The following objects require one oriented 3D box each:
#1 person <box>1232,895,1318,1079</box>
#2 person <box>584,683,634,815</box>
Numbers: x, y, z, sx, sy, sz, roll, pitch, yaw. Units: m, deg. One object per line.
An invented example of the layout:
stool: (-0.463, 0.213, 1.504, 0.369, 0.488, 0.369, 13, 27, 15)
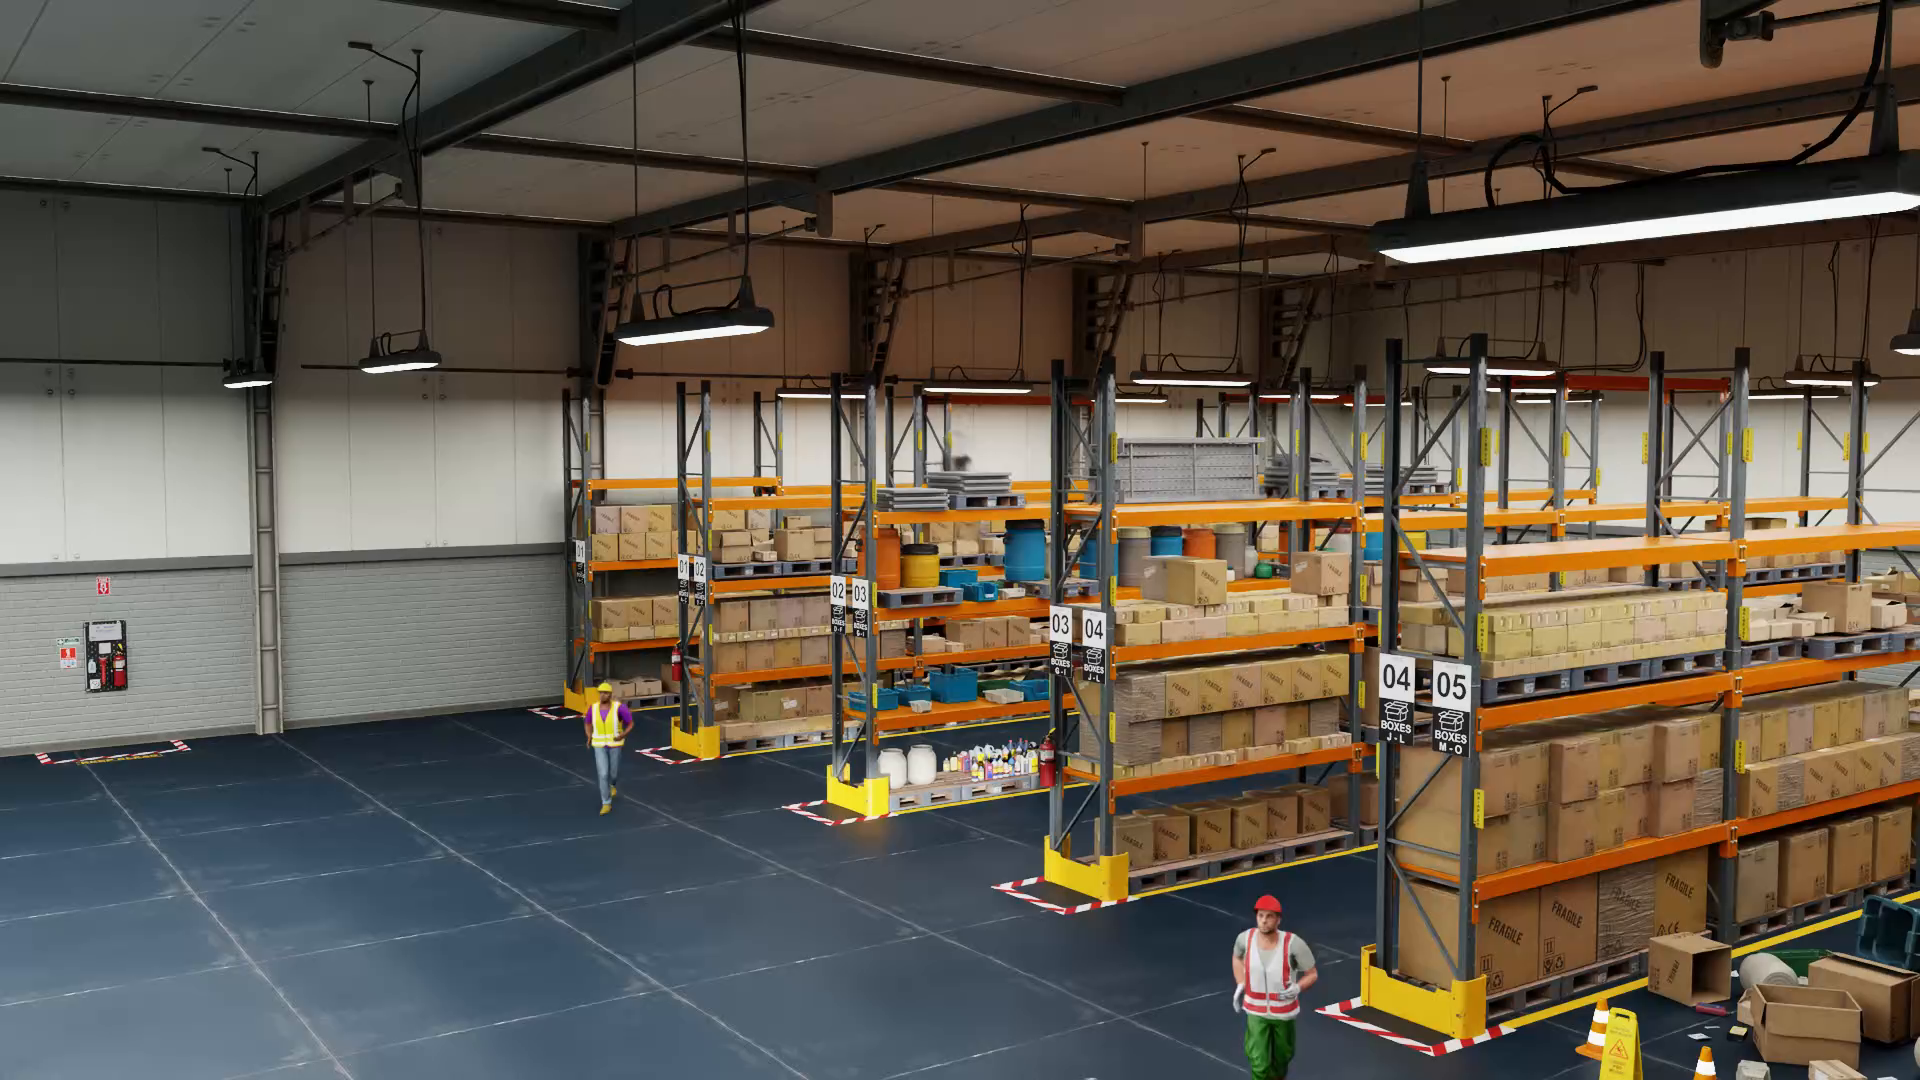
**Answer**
person: (2.298, 3.485, 12.207, 0.638, 1.796, 0.923, 1, 4, 15)
person: (-4.827, 2.834, 22.849, 0.691, 1.757, 0.779, 0, 4, -4)
